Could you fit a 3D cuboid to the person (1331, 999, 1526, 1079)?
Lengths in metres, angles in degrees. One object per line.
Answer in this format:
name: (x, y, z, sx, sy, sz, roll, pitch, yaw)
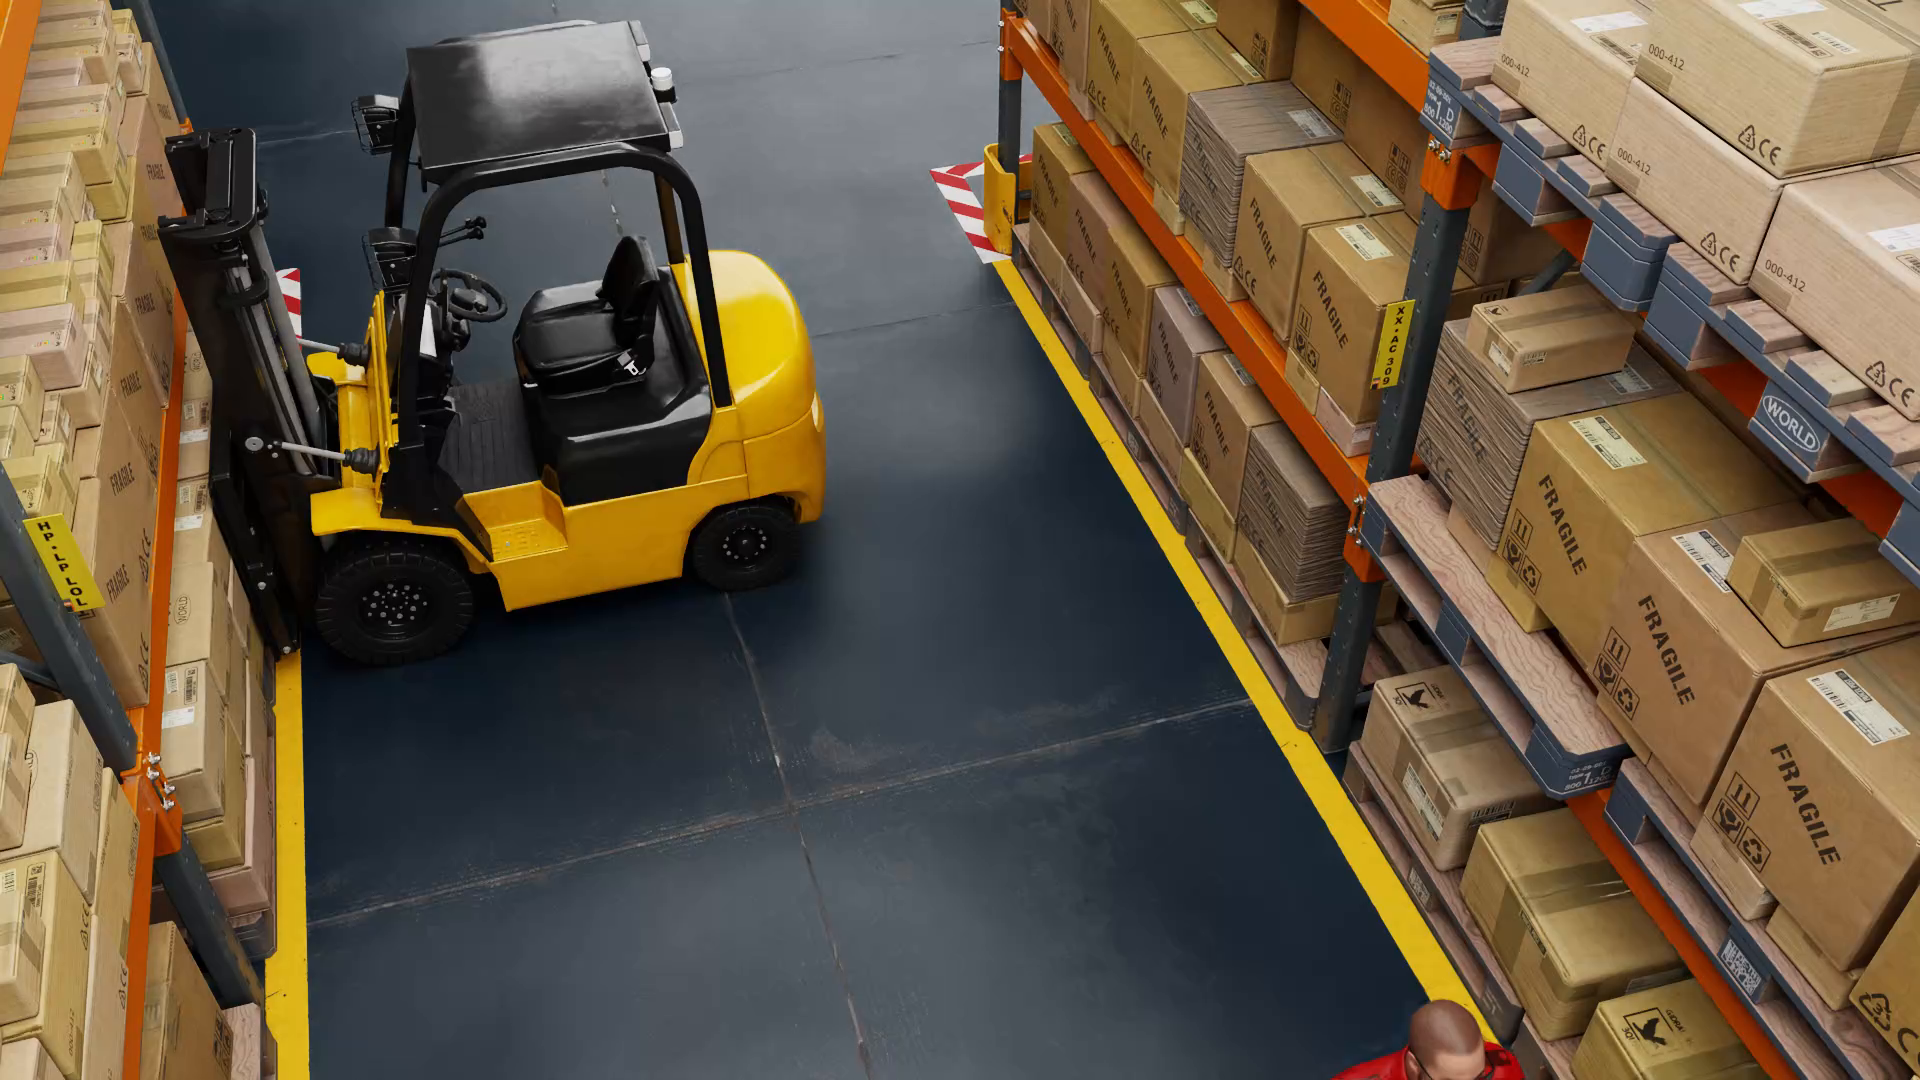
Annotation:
person: (1.156, 1.778, 4.189, 0.563, 1.708, 0.904, -13, 44, -14)
